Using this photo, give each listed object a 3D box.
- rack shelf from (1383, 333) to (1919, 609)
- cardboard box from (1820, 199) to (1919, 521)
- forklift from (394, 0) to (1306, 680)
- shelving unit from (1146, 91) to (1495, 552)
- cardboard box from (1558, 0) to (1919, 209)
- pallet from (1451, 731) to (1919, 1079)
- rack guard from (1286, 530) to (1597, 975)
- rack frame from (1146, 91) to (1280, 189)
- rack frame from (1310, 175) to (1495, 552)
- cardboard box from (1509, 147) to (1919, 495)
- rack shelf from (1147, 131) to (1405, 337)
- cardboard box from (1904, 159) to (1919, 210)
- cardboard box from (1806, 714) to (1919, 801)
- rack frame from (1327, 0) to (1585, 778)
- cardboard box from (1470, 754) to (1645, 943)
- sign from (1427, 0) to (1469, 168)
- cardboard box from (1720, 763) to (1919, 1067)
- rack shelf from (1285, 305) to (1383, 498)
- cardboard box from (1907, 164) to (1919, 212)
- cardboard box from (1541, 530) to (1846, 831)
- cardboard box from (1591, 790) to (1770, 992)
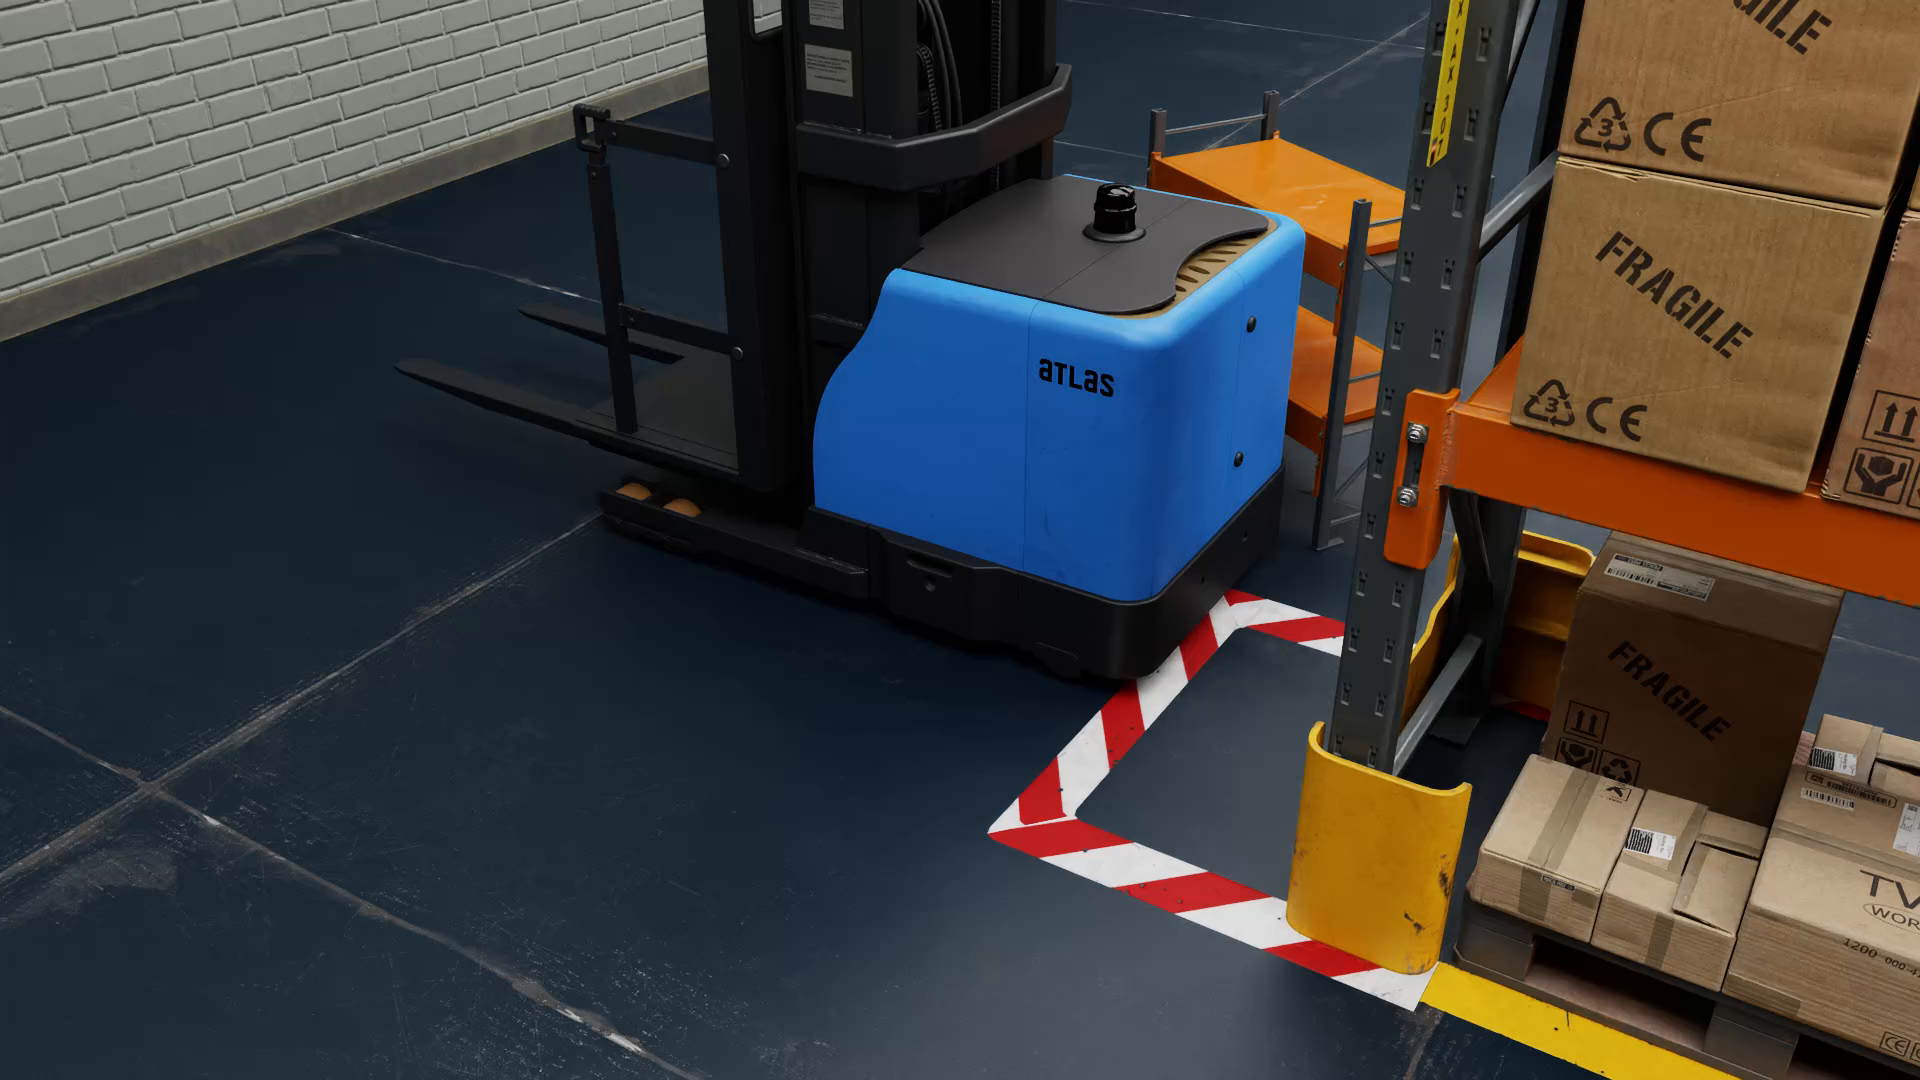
[{"bbox_3d":[2.801,0.196,2.651,4.000,0.370,1.077,18,35,27],"label":"rack shelf"},{"bbox_3d":[1.783,-0.326,2.733,0.500,0.500,0.500,17,34,27],"label":"cardboard box"},{"bbox_3d":[-0.536,-1.433,4.797,3.031,2.935,1.130,17,34,27],"label":"forklift"},{"bbox_3d":[1.088,-0.742,5.405,0.538,1.125,1.048,-15,33,-24],"label":"shelving unit"},{"bbox_3d":[1.343,-0.894,2.714,0.500,0.500,0.500,19,35,29],"label":"cardboard box"},{"bbox_3d":[1.847,0.788,3.690,1.213,0.211,1.003,18,35,27],"label":"pallet"},{"bbox_3d":[1.172,0.450,3.983,0.348,0.500,1.175,18,35,27],"label":"rack guard"},{"bbox_3d":[0.849,-0.968,5.793,0.500,1.125,0.032,-15,33,-24],"label":"rack frame"},{"bbox_3d":[1.326,-0.515,5.017,0.500,1.125,0.032,-15,33,-24],"label":"rack frame"},{"bbox_3d":[1.343,-0.462,2.966,0.500,0.500,0.500,18,35,28],"label":"cardboard box"},{"bbox_3d":[1.088,-0.994,5.257,0.538,0.278,1.000,-15,33,-24],"label":"rack shelf"},{"bbox_3d":[1.631,-0.690,3.356,0.500,0.500,0.500,19,35,29],"label":"cardboard box"},{"bbox_3d":[1.994,0.571,3.669,0.250,0.166,0.380,18,35,27],"label":"cardboard box"},{"bbox_3d":[1.107,-0.650,3.388,0.127,3.000,1.000,18,35,27],"label":"rack frame"},{"bbox_3d":[1.279,0.650,3.551,0.250,0.149,0.380,18,35,27],"label":"cardboard box"},{"bbox_3d":[0.819,-0.792,2.772,0.005,0.325,0.100,18,35,27],"label":"sign"},{"bbox_3d":[1.841,0.748,3.283,0.500,0.250,0.500,18,35,27],"label":"cardboard box"},{"bbox_3d":[1.088,-0.530,5.528,0.538,0.278,1.000,-15,33,-24],"label":"rack shelf"},{"bbox_3d":[1.790,-0.757,2.479,0.500,0.500,0.500,18,35,28],"label":"cardboard box"},{"bbox_3d":[1.699,0.280,3.837,0.500,0.500,0.500,18,35,27],"label":"cardboard box"},{"bbox_3d":[1.491,0.709,3.432,0.250,0.166,0.380,18,35,27],"label":"cardboard box"}]
